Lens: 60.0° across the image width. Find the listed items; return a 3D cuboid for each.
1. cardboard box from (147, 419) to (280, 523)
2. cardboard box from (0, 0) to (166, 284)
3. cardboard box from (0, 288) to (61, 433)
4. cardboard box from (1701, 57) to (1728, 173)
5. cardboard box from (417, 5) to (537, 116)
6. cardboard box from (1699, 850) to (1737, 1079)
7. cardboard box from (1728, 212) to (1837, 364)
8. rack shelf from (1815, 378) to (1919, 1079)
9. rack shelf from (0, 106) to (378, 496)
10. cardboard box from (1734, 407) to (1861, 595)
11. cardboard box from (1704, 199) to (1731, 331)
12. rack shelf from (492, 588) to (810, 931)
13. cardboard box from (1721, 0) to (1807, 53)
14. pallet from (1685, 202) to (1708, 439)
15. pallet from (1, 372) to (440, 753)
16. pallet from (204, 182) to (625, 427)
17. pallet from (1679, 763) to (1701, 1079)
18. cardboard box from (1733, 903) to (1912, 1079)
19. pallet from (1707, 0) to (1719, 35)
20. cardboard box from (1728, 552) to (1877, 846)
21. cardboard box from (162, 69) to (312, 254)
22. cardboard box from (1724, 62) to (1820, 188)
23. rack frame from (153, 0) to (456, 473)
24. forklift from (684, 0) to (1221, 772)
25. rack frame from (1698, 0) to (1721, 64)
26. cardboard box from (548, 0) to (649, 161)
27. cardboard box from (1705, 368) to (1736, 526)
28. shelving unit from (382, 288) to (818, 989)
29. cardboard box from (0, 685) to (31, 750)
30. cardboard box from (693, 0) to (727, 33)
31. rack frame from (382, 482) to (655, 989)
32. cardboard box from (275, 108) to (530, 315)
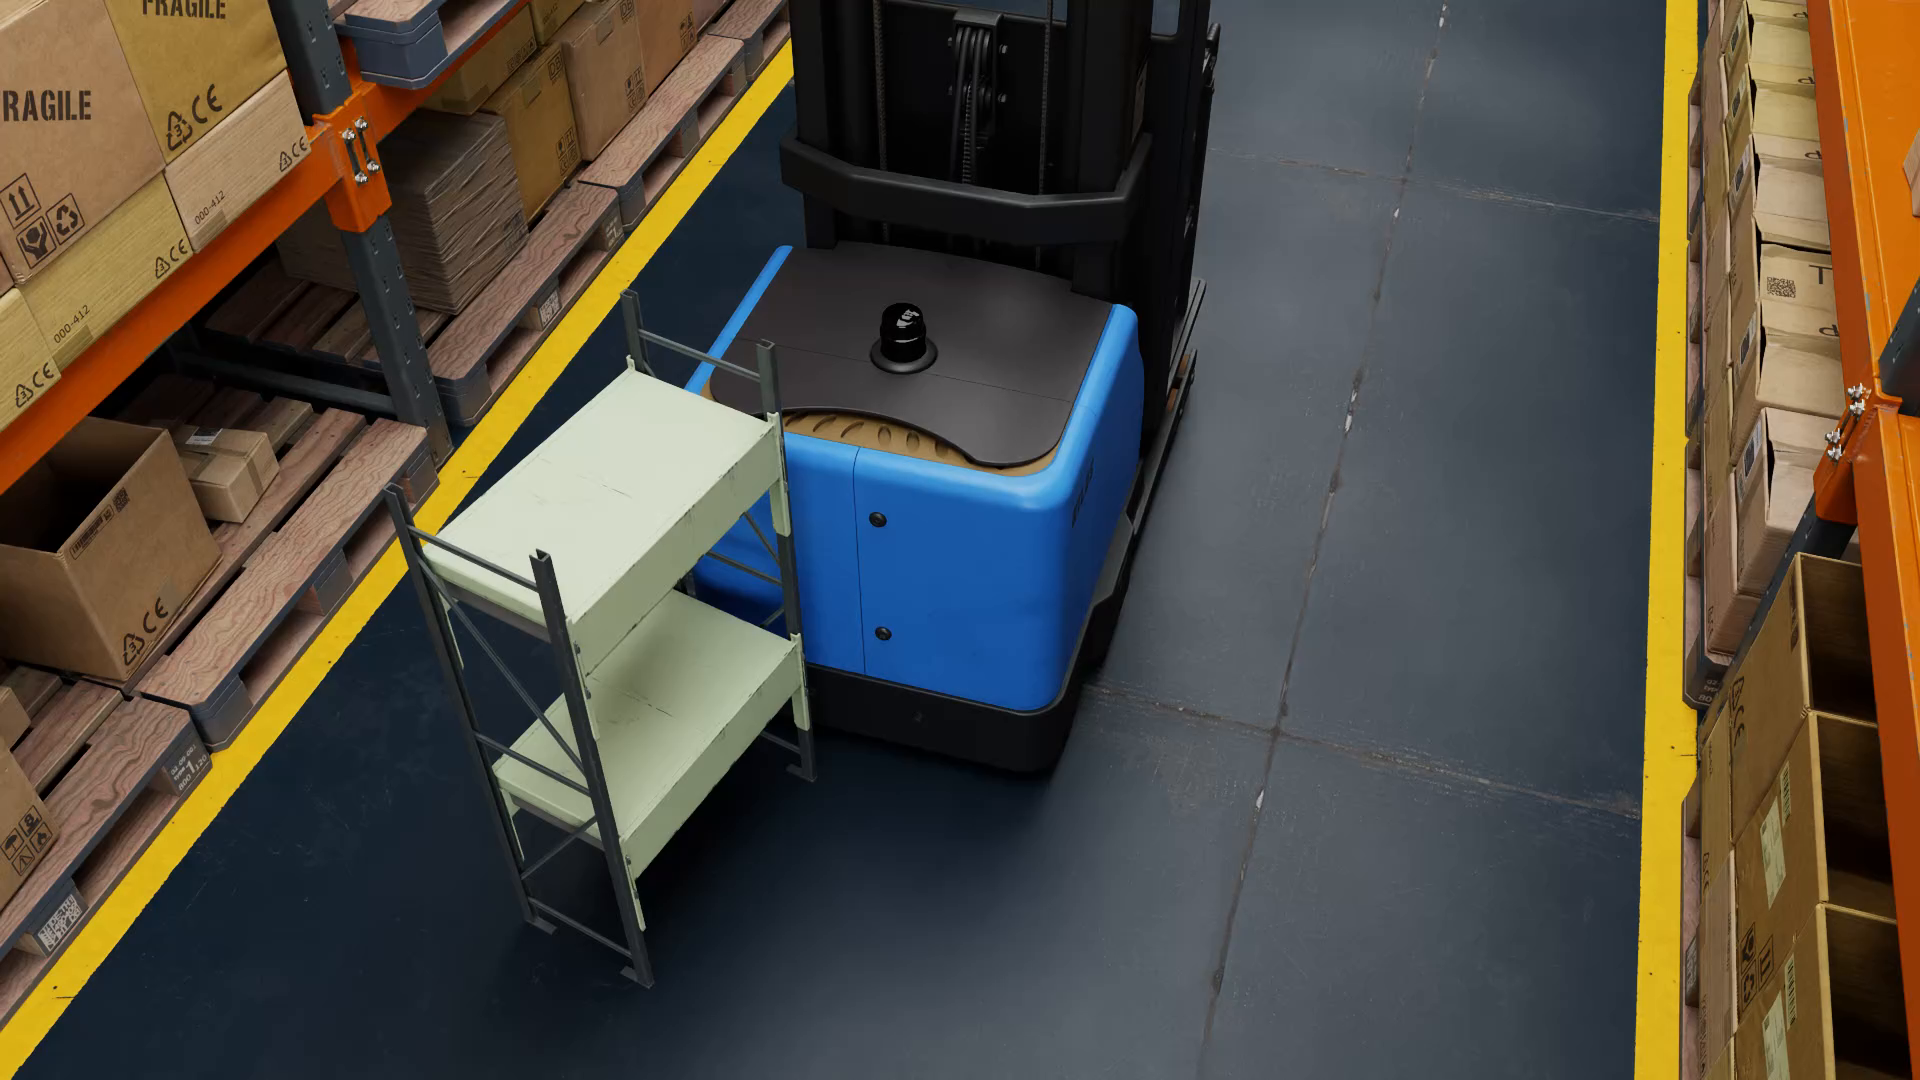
[{"bbox_3d":[-2.315,-0.216,5.037,0.380,0.166,0.250,7,45,7],"label":"cardboard box"},{"bbox_3d":[-2.175,-0.942,3.624,0.500,0.500,0.500,12,46,12],"label":"cardboard box"},{"bbox_3d":[-2.332,-0.339,3.545,0.500,0.250,0.500,12,46,12],"label":"cardboard box"},{"bbox_3d":[3.163,-1.599,6.405,0.500,0.250,0.500,11,46,11],"label":"cardboard box"},{"bbox_3d":[-1.844,-1.755,5.835,0.500,0.250,0.500,12,46,12],"label":"cardboard box"},{"bbox_3d":[1.955,1.022,3.727,0.500,0.250,0.500,13,46,13],"label":"cardboard box"},{"bbox_3d":[2.695,-0.766,5.153,0.500,0.311,0.500,12,46,12],"label":"cardboard box"},{"bbox_3d":[1.935,1.202,2.391,1.077,0.370,4.000,13,46,13],"label":"rack shelf"},{"bbox_3d":[-2.787,0.156,3.461,1.077,0.370,4.000,13,46,13],"label":"rack shelf"},{"bbox_3d":[2.390,-0.086,4.458,0.500,0.311,0.500,13,46,13],"label":"cardboard box"},{"bbox_3d":[2.855,-0.910,5.701,0.500,0.250,0.500,13,46,13],"label":"cardboard box"},{"bbox_3d":[-0.754,0.511,4.122,0.431,0.370,0.720,22,48,21],"label":"rack shelf"},{"bbox_3d":[3.314,-2.135,6.552,0.500,0.311,0.500,14,46,14],"label":"cardboard box"},{"bbox_3d":[3.095,-0.706,5.821,1.003,0.211,1.213,13,46,13],"label":"pallet"},{"bbox_3d":[-2.351,0.017,5.081,1.003,0.211,1.213,13,46,13],"label":"pallet"},{"bbox_3d":[-1.947,-0.957,6.077,1.003,0.211,1.213,13,46,13],"label":"pallet"},{"bbox_3d":[2.260,1.130,3.944,1.003,0.211,1.213,13,46,13],"label":"pallet"},{"bbox_3d":[1.800,1.086,3.125,0.500,0.500,0.500,13,46,13],"label":"cardboard box"},{"bbox_3d":[4.015,-2.547,7.702,1.003,0.211,1.213,13,46,13],"label":"pallet"},{"bbox_3d":[2.102,0.420,3.806,0.500,0.500,0.500,13,46,13],"label":"cardboard box"},{"bbox_3d":[-2.036,-1.008,4.228,0.500,0.250,0.500,13,46,13],"label":"cardboard box"},{"bbox_3d":[3.006,-1.443,5.845,0.500,0.311,0.500,11,46,11],"label":"cardboard box"},{"bbox_3d":[-2.181,-1.434,4.571,1.000,3.000,0.127,13,46,13],"label":"rack frame"},{"bbox_3d":[0.182,-1.469,4.656,1.130,2.935,3.031,12,46,12],"label":"forklift"},{"bbox_3d":[3.752,-3.054,6.226,1.000,3.000,0.127,13,46,13],"label":"rack frame"},{"bbox_3d":[-1.672,-1.879,6.498,0.700,0.500,0.500,13,46,13],"label":"cardboard box"},{"bbox_3d":[2.545,-0.230,5.006,0.500,0.250,0.500,12,46,12],"label":"cardboard box"},{"bbox_3d":[-0.754,0.278,3.894,0.431,1.500,0.755,22,48,21],"label":"shelving unit"},{"bbox_3d":[-2.685,0.489,4.329,0.380,0.149,0.250,9,45,9],"label":"cardboard box"},{"bbox_3d":[-1.405,-2.555,7.189,0.700,0.500,0.500,12,46,12],"label":"cardboard box"},{"bbox_3d":[-0.936,0.500,3.667,0.400,1.500,0.023,22,48,21],"label":"rack frame"},{"bbox_3d":[-1.974,-1.192,5.797,0.700,0.500,0.500,14,46,14],"label":"cardboard box"}]
